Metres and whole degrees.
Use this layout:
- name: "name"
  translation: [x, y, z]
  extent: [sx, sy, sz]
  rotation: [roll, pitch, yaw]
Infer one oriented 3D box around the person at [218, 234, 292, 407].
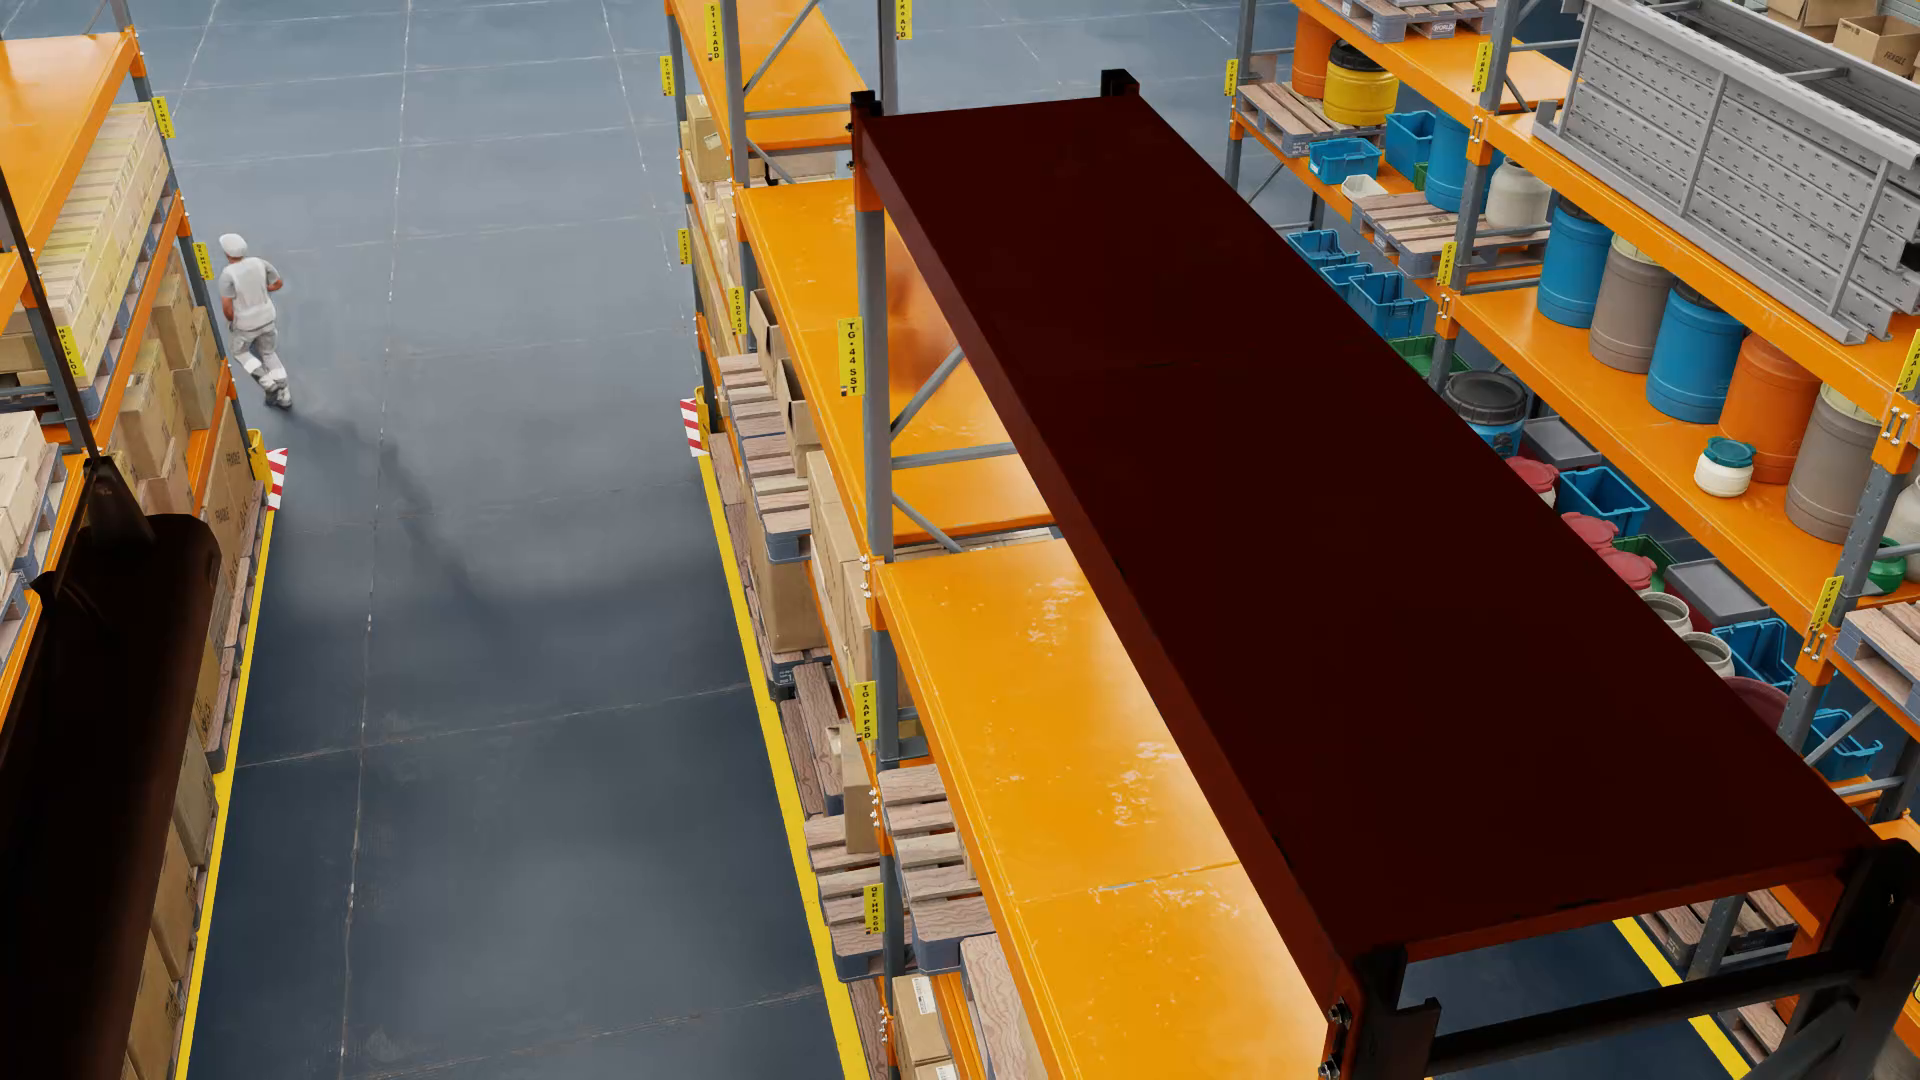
- name: "person"
  translation: [-6.641, -2.069, 15.562]
  extent: [0.577, 1.753, 0.678]
  rotation: [26, 42, 32]
